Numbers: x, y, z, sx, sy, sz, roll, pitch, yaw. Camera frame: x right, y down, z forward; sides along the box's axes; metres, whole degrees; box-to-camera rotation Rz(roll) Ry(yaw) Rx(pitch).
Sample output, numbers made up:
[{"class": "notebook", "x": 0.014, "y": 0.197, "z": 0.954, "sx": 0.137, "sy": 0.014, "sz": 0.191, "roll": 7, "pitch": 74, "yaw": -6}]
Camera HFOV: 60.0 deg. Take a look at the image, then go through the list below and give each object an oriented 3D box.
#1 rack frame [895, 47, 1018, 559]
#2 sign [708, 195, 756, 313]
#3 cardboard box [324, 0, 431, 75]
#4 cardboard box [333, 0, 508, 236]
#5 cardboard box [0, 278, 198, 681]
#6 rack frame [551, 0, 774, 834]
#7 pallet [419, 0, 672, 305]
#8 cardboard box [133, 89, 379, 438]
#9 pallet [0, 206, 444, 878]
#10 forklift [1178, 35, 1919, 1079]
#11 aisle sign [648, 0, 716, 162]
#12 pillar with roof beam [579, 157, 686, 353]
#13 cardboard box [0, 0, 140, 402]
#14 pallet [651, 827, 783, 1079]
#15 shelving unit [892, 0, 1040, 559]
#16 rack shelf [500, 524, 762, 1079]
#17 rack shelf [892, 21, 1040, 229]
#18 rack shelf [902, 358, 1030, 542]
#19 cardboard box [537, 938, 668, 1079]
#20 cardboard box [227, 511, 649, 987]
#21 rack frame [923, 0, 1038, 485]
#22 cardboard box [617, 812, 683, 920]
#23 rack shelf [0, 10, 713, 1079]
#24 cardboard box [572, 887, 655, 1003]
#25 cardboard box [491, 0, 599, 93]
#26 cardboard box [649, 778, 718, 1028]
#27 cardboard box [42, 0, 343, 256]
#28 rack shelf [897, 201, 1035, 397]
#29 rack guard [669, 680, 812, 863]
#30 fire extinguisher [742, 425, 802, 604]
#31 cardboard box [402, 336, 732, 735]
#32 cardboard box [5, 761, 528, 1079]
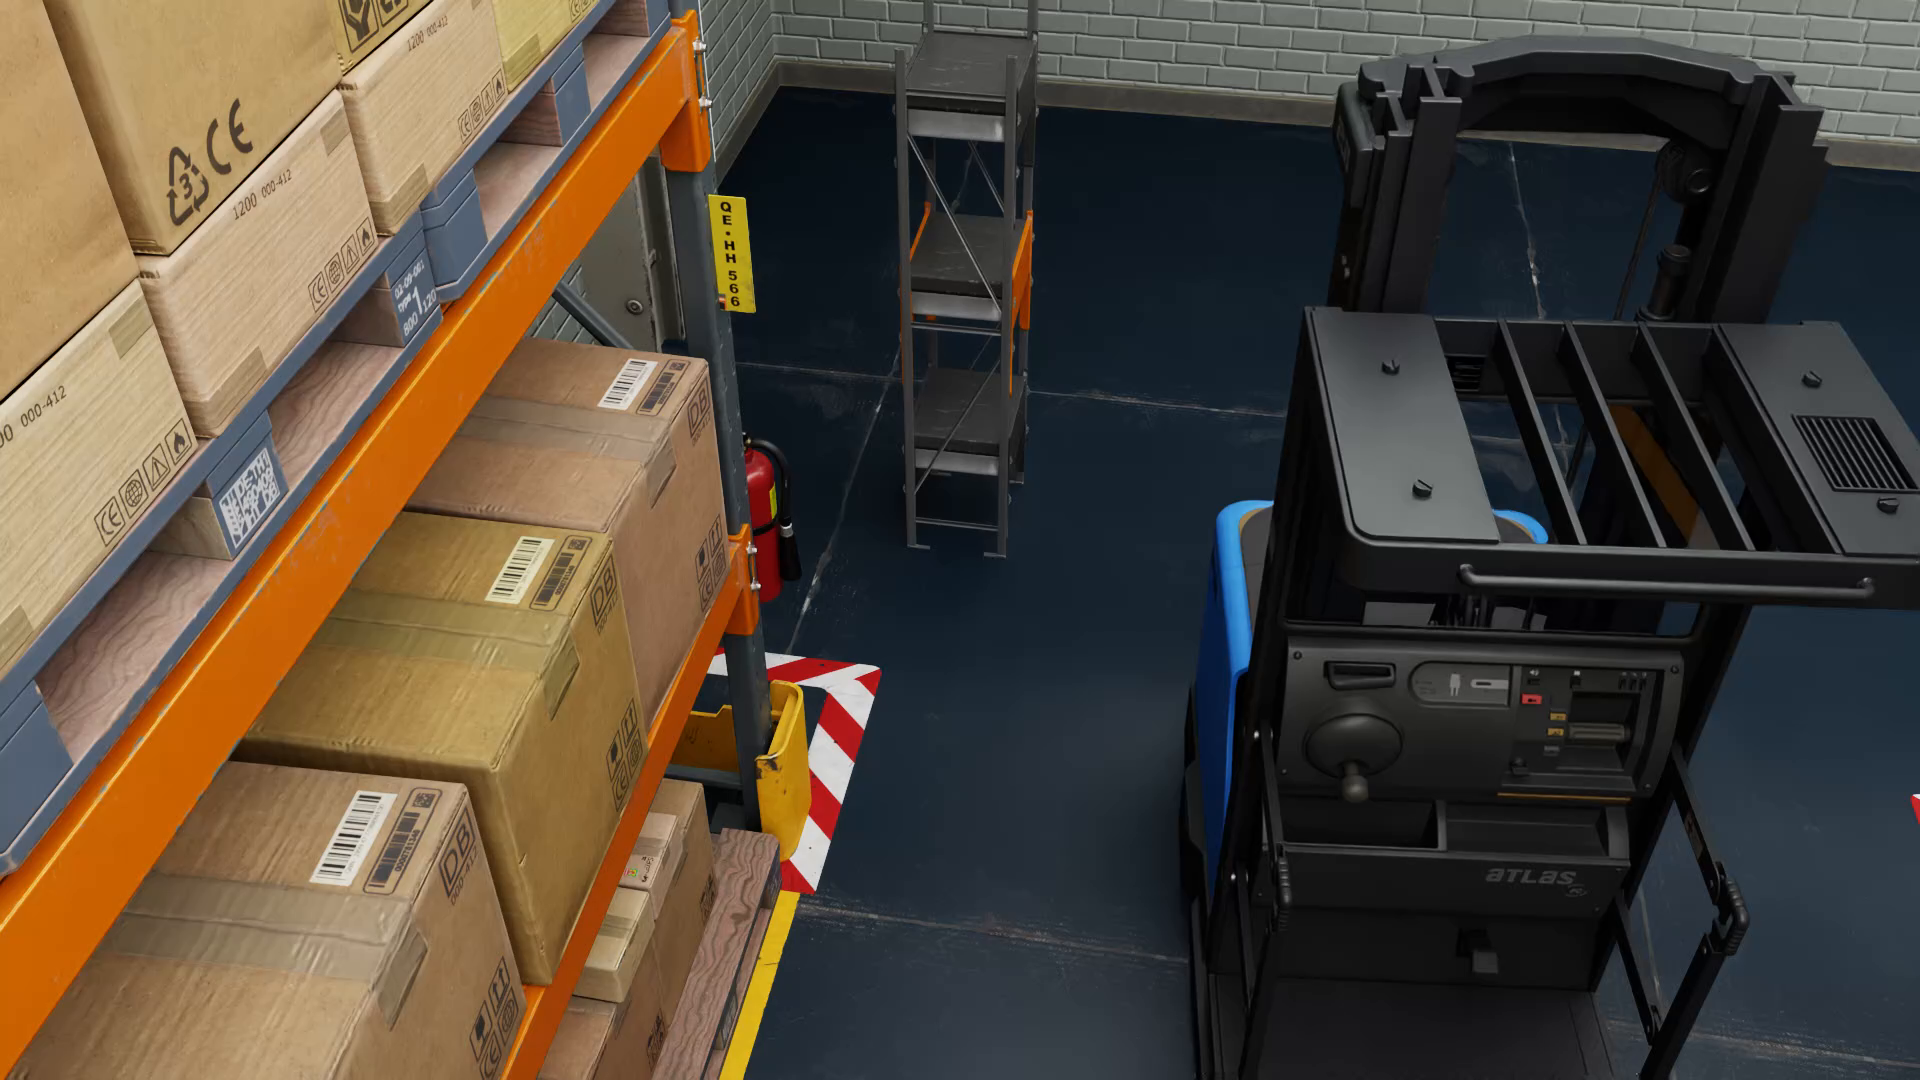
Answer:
[{"class": "rack frame", "x": -0.014, "y": -0.760, "z": 6.021, "sx": 0.400, "sy": 2.100, "sz": 0.015, "roll": 6, "pitch": 40, "yaw": 8}, {"class": "sign", "x": -0.573, "y": -0.713, "z": 4.164, "sx": 0.100, "sy": 0.325, "sz": 0.005, "roll": 6, "pitch": 40, "yaw": 8}, {"class": "cardboard box", "x": -1.061, "y": -1.030, "z": 2.408, "sx": 0.500, "sy": 0.500, "sz": 0.500, "roll": 8, "pitch": 40, "yaw": 9}, {"class": "cardboard box", "x": -1.060, "y": -0.727, "z": 2.631, "sx": 0.500, "sy": 0.250, "sz": 0.500, "roll": 5, "pitch": 40, "yaw": 6}, {"class": "cardboard box", "x": -1.235, "y": -0.078, "z": 1.846, "sx": 0.500, "sy": 0.250, "sz": 0.500, "roll": 5, "pitch": 40, "yaw": 6}, {"class": "rack frame", "x": -1.105, "y": -0.244, "z": 4.691, "sx": 1.000, "sy": 3.000, "sz": 0.127, "roll": 6, "pitch": 40, "yaw": 8}, {"class": "pallet", "x": -1.223, "y": -0.899, "z": 3.199, "sx": 1.003, "sy": 0.211, "sz": 1.213, "roll": 6, "pitch": 40, "yaw": 8}, {"class": "cardboard box", "x": -1.145, "y": -0.400, "z": 2.236, "sx": 0.500, "sy": 0.250, "sz": 0.500, "roll": 5, "pitch": 40, "yaw": 6}, {"class": "pallet", "x": -1.432, "y": -0.132, "z": 2.271, "sx": 1.003, "sy": 0.211, "sz": 1.213, "roll": 6, "pitch": 40, "yaw": 8}, {"class": "forklift", "x": 1.232, "y": 0.522, "z": 3.819, "sx": 1.130, "sy": 2.935, "sz": 3.031, "roll": 2, "pitch": 40, "yaw": 2}, {"class": "aisle sign", "x": -0.797, "y": -1.258, "z": 3.878, "sx": 0.394, "sy": 0.787, "sz": 0.004, "roll": 6, "pitch": 40, "yaw": 8}, {"class": "pillar with roof beam", "x": 2.750, "y": -3.872, "z": 4.371, "sx": 9.100, "sy": 9.000, "sz": 0.400, "roll": 6, "pitch": 40, "yaw": 8}, {"class": "cardboard box", "x": -1.235, "y": -0.372, "z": 1.613, "sx": 0.500, "sy": 0.500, "sz": 0.500, "roll": 7, "pitch": 40, "yaw": 8}, {"class": "pallet", "x": -1.167, "y": 1.341, "z": 4.963, "sx": 1.003, "sy": 0.211, "sz": 1.213, "roll": 6, "pitch": 40, "yaw": 8}, {"class": "shelving unit", "x": 0.029, "y": -0.913, "z": 6.207, "sx": 0.431, "sy": 2.100, "sz": 0.503, "roll": 6, "pitch": 40, "yaw": 8}, {"class": "rack shelf", "x": -1.451, "y": 1.288, "z": 3.403, "sx": 1.077, "sy": 0.370, "sz": 4.000, "roll": 6, "pitch": 40, "yaw": 8}, {"class": "rack shelf", "x": 0.029, "y": -1.442, "z": 5.769, "sx": 0.431, "sy": 0.518, "sz": 0.480, "roll": 6, "pitch": 40, "yaw": 8}, {"class": "rack shelf", "x": 0.029, "y": -0.363, "z": 6.661, "sx": 0.431, "sy": 0.518, "sz": 0.480, "roll": 6, "pitch": 40, "yaw": 8}, {"class": "cardboard box", "x": -1.214, "y": 1.322, "z": 4.430, "sx": 0.700, "sy": 0.500, "sz": 0.500, "roll": 6, "pitch": 40, "yaw": 8}, {"class": "cardboard box", "x": -1.299, "y": 0.419, "z": 3.654, "sx": 0.980, "sy": 0.700, "sz": 0.700, "roll": 6, "pitch": 40, "yaw": 7}, {"class": "rack frame", "x": 0.071, "y": -1.066, "z": 6.392, "sx": 0.400, "sy": 2.100, "sz": 0.015, "roll": 6, "pitch": 40, "yaw": 8}, {"class": "cardboard box", "x": -0.971, "y": 0.858, "z": 4.481, "sx": 0.380, "sy": 0.149, "sz": 0.250, "roll": 6, "pitch": 40, "yaw": 7}, {"class": "rack shelf", "x": -1.451, "y": 0.132, "z": 2.447, "sx": 1.077, "sy": 0.370, "sz": 4.000, "roll": 6, "pitch": 40, "yaw": 8}, {"class": "cardboard box", "x": -1.014, "y": 1.019, "z": 4.287, "sx": 0.380, "sy": 0.149, "sz": 0.250, "roll": 7, "pitch": 40, "yaw": 9}, {"class": "cardboard box", "x": -0.971, "y": -1.054, "z": 3.026, "sx": 0.500, "sy": 0.250, "sz": 0.500, "roll": 8, "pitch": 40, "yaw": 9}, {"class": "cardboard box", "x": -1.128, "y": 1.008, "z": 4.809, "sx": 0.700, "sy": 0.500, "sz": 0.500, "roll": 6, "pitch": 40, "yaw": 8}, {"class": "cardboard box", "x": -1.143, "y": -0.701, "z": 2.011, "sx": 0.500, "sy": 0.500, "sz": 0.500, "roll": 5, "pitch": 40, "yaw": 6}, {"class": "rack shelf", "x": 0.029, "y": -0.903, "z": 6.215, "sx": 0.431, "sy": 0.518, "sz": 0.480, "roll": 6, "pitch": 40, "yaw": 8}, {"class": "rack guard", "x": -1.101, "y": 0.704, "z": 5.506, "sx": 1.175, "sy": 0.500, "sz": 0.348, "roll": 6, "pitch": 40, "yaw": 8}, {"class": "fire extinguisher", "x": -0.625, "y": -0.115, "z": 4.888, "sx": 0.296, "sy": 0.674, "sz": 0.183, "roll": 6, "pitch": 40, "yaw": 8}, {"class": "cardboard box", "x": -1.184, "y": -0.039, "z": 4.207, "sx": 0.980, "sy": 0.700, "sz": 0.700, "roll": 8, "pitch": 40, "yaw": 10}, {"class": "cardboard box", "x": -1.440, "y": 0.897, "z": 3.076, "sx": 0.980, "sy": 0.700, "sz": 0.700, "roll": 5, "pitch": 40, "yaw": 6}]
